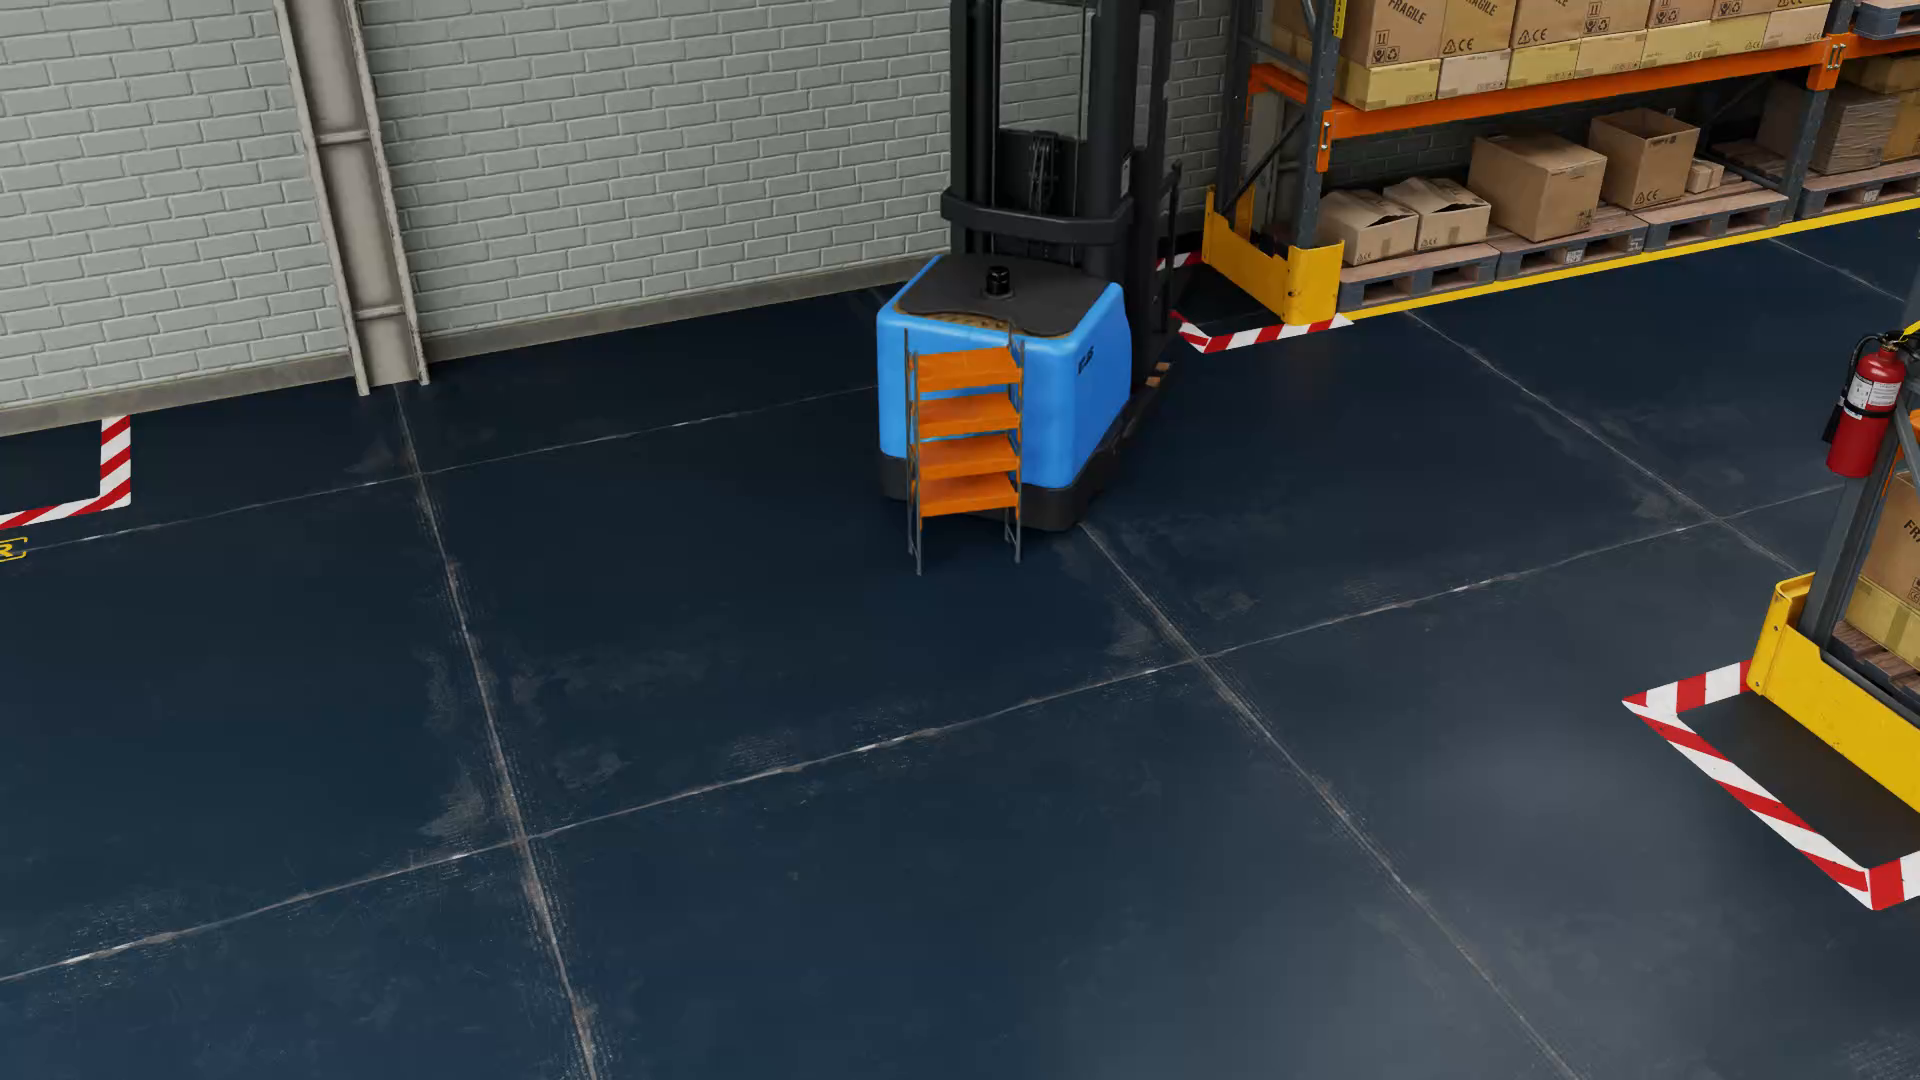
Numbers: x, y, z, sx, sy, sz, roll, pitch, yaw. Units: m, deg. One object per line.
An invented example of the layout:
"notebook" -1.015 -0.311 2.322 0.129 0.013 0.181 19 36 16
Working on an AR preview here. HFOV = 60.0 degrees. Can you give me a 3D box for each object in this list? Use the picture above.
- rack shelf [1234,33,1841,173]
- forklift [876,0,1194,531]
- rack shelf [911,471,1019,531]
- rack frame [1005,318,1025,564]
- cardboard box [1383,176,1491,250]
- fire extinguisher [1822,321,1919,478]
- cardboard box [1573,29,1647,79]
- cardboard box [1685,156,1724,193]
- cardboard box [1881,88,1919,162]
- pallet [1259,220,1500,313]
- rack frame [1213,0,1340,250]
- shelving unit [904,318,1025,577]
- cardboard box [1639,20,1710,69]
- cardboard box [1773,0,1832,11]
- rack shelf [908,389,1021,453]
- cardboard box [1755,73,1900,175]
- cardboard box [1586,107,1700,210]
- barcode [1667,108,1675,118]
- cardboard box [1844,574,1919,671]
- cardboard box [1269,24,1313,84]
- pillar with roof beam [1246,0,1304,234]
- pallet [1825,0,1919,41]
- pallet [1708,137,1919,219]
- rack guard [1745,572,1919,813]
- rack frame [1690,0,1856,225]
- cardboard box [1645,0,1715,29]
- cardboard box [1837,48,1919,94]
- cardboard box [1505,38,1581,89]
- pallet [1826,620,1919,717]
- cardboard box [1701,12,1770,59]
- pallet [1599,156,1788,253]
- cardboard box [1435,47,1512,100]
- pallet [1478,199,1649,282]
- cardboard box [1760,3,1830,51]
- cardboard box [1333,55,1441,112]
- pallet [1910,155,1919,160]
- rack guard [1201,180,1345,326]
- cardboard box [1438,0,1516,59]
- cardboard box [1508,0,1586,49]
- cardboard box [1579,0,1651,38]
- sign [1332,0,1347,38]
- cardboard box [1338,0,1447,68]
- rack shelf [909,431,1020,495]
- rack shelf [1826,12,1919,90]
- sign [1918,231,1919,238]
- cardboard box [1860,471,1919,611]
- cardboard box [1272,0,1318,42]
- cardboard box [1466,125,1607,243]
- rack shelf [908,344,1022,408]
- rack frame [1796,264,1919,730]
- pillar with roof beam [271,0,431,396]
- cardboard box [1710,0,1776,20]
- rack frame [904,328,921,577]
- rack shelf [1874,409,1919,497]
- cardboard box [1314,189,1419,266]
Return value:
"rack shelf" 3.754 -3.005 10.777 4.000 0.370 1.077 -13 35 -19
"forklift" 0.599 -2.065 8.737 1.130 2.935 3.031 12 35 18
"rack shelf" 0.018 -0.198 7.942 0.480 0.148 0.258 -7 34 -11
"rack frame" 0.256 -0.451 7.843 0.015 1.200 0.240 -7 34 -11
"cardboard box" 3.108 -2.162 10.885 0.500 0.311 0.500 -10 34 -15
"fire extinguisher" 3.542 -0.570 6.446 0.183 0.674 0.296 -13 35 -19
"cardboard box" 3.895 -3.100 10.383 0.500 0.250 0.500 -13 35 -19
"cardboard box" 5.116 -2.597 11.686 0.250 0.166 0.380 -18 37 -25
"cardboard box" 6.727 -3.163 12.250 0.500 0.500 0.700 -14 35 -20
"pallet" 2.743 -1.885 10.953 1.213 0.211 1.003 -13 35 -19
"rack frame" 1.910 -2.884 9.932 0.127 3.000 1.000 -13 35 -19
"shelving unit" 0.018 -0.421 7.797 0.503 1.200 0.258 -7 34 -11
"cardboard box" 4.358 -3.207 10.547 0.500 0.250 0.500 -13 35 -19
"cardboard box" 5.282 -3.733 10.668 0.500 0.500 0.500 -13 35 -19
"rack shelf" 0.018 -0.552 7.712 0.480 0.148 0.258 -7 34 -11
"cardboard box" 6.270 -3.029 12.043 0.500 0.500 0.700 -12 35 -17
"cardboard box" 4.657 -2.626 11.424 0.500 0.500 0.500 -16 36 -22
"barcode" 5.007 -3.006 11.715 0.075 0.075 0.001 -13 35 -19
"cardboard box" 4.211 0.321 7.142 0.500 0.250 0.500 -13 35 -19
"cardboard box" 2.266 -3.026 10.269 0.500 0.250 0.500 -12 35 -18
"pillar with roof beam" 3.887 -3.816 5.864 0.400 9.000 9.100 -13 35 -19
"pallet" 6.359 -3.736 11.418 1.213 0.211 1.003 -13 35 -19
"pallet" 6.315 -2.725 12.244 1.213 0.211 1.003 -13 35 -19
"rack guard" 3.809 0.659 6.779 0.348 0.500 1.175 -13 35 -19
"rack frame" 5.598 -3.728 11.230 0.127 3.000 1.000 -13 35 -19
"cardboard box" 4.355 -3.524 10.347 0.500 0.500 0.500 -14 36 -20
"cardboard box" 6.675 -3.438 11.984 0.500 0.250 0.500 -14 35 -20
"cardboard box" 3.428 -2.994 10.221 0.500 0.250 0.500 -13 35 -20
"pallet" 4.520 0.593 7.146 1.213 0.211 1.003 -13 35 -19
"cardboard box" 4.816 -3.320 10.722 0.500 0.250 0.500 -13 35 -19
"pallet" 4.993 -2.400 11.745 1.213 0.211 1.003 -13 35 -19
"cardboard box" 2.956 -2.890 10.060 0.500 0.250 0.500 -14 36 -20
"pallet" 3.866 -2.140 11.346 1.213 0.211 1.003 -13 35 -19
"cardboard box" 5.279 -3.422 10.877 0.500 0.250 0.500 -13 35 -19
"cardboard box" 2.483 -2.773 9.880 0.500 0.250 0.500 -14 36 -20
"pallet" 7.442 -2.984 12.643 1.213 0.211 1.003 -13 35 -19
"rack guard" 1.980 -1.852 10.638 0.348 0.500 1.175 -13 35 -19
"cardboard box" 2.926 -3.193 9.838 0.500 0.500 0.500 -13 35 -19
"cardboard box" 3.405 -3.299 10.001 0.500 0.500 0.500 -14 36 -20
"cardboard box" 3.876 -3.414 10.178 0.500 0.500 0.500 -12 35 -17
"sign" 2.120 -2.974 9.277 0.005 0.325 0.100 -13 35 -19
"cardboard box" 2.466 -3.093 9.685 0.500 0.500 0.500 -13 35 -19
"rack shelf" 0.018 -0.365 7.834 0.480 0.148 0.258 -7 34 -11
"rack shelf" 7.442 -3.849 12.075 4.000 0.370 1.077 -13 35 -19
"sign" 3.634 -1.254 6.148 0.005 0.325 0.100 -13 35 -19
"cardboard box" 4.210 0.006 6.940 0.500 0.500 0.500 -13 35 -19
"cardboard box" 2.262 -3.350 10.080 0.500 0.500 0.500 -13 35 -19
"cardboard box" 3.804 -2.372 11.033 0.500 0.500 0.700 -15 36 -22
"rack shelf" 0.018 -0.751 7.583 0.480 0.148 0.258 -7 34 -11
"rack frame" 3.831 -0.394 6.105 0.127 3.000 1.000 -13 35 -19
"pillar with roof beam" -1.645 -2.550 3.917 0.400 9.000 9.100 -13 35 -19
"cardboard box" 4.824 -3.625 10.502 0.500 0.500 0.500 -13 35 -19
"rack frame" -0.220 -0.392 7.752 0.015 1.200 0.240 -7 34 -11
"rack shelf" 5.675 -0.514 6.950 4.000 0.370 1.077 -13 35 -19
"cardboard box" 2.583 -2.042 10.700 0.500 0.311 0.500 -17 37 -24
